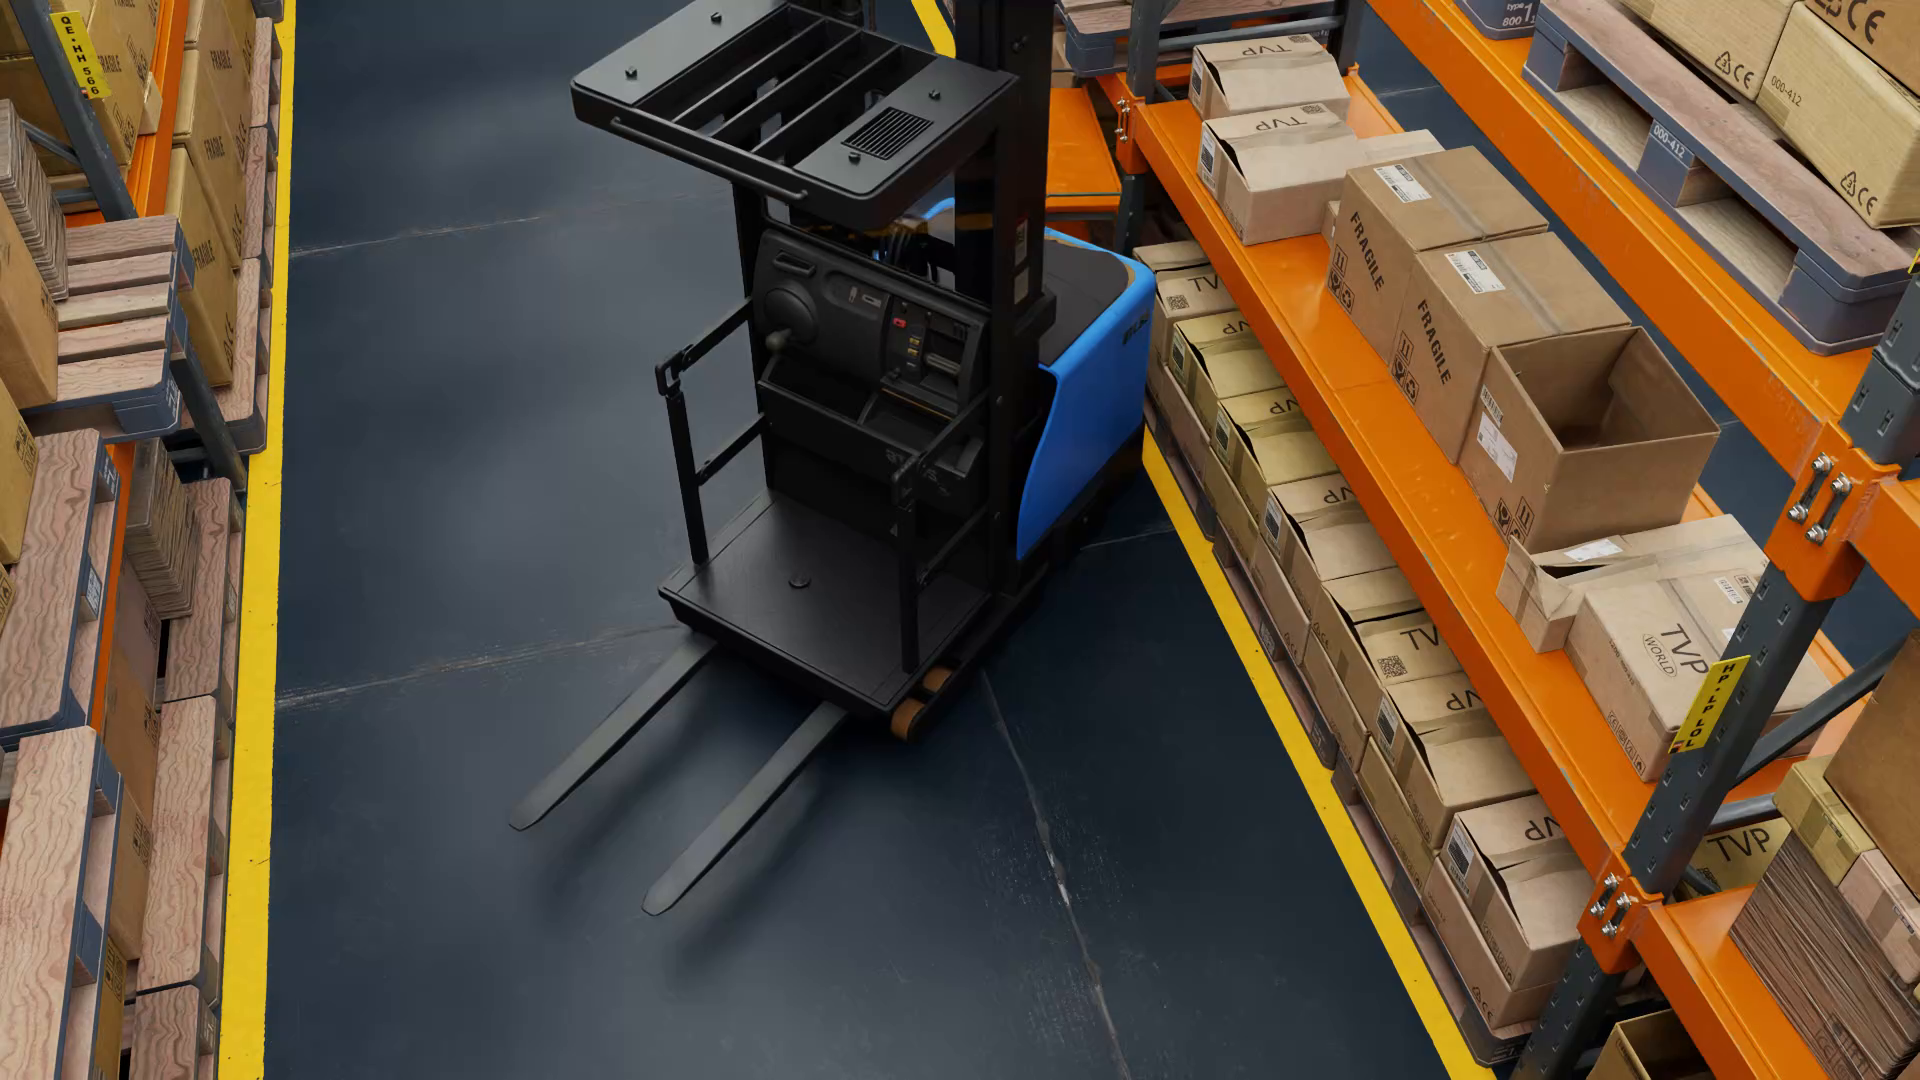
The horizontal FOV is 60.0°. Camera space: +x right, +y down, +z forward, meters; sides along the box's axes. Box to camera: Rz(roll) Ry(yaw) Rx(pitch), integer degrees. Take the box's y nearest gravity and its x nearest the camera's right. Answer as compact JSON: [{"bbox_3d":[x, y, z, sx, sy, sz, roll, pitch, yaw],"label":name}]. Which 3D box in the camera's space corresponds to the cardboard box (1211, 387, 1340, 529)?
[{"bbox_3d":[1.321,-0.365,6.497,0.500,0.311,0.500,-12,47,-11],"label":"cardboard box"}]

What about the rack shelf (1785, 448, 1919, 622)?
[{"bbox_3d":[2.735,1.231,2.097,1.077,0.370,4.000,-11,47,-10],"label":"rack shelf"}]

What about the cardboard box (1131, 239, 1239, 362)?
[{"bbox_3d":[1.050,-1.079,7.196,0.500,0.311,0.500,-9,46,-9],"label":"cardboard box"}]

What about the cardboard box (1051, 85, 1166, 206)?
[{"bbox_3d":[0.733,-1.995,8.298,0.500,0.500,0.500,-9,46,-9],"label":"cardboard box"}]

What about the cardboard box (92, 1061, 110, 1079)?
[{"bbox_3d":[-2.769,1.773,4.605,0.700,0.500,0.500,-9,46,-9],"label":"cardboard box"}]

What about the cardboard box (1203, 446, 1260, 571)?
[{"bbox_3d":[1.318,-0.178,6.706,0.500,0.250,0.500,-12,47,-11],"label":"cardboard box"}]

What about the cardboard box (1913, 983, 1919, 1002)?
[{"bbox_3d":[2.237,0.959,3.437,0.380,0.149,0.250,-12,47,-11],"label":"cardboard box"}]

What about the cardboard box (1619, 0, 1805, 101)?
[{"bbox_3d":[1.932,-1.302,3.887,0.500,0.250,0.500,-15,47,-14],"label":"cardboard box"}]

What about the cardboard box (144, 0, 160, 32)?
[{"bbox_3d":[-3.716,-2.439,6.999,0.500,0.500,0.500,-11,47,-10],"label":"cardboard box"}]

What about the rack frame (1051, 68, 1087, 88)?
[{"bbox_3d":[0.307,-1.807,7.960,0.500,1.125,0.032,-3,45,-8],"label":"rack frame"}]

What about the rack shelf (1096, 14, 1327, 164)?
[{"bbox_3d":[0.687,-3.242,8.581,1.077,0.370,4.000,-11,47,-10],"label":"rack shelf"}]

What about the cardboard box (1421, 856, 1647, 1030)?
[{"bbox_3d":[1.837,1.231,5.326,0.500,0.250,0.500,-11,47,-11],"label":"cardboard box"}]

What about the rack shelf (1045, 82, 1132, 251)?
[{"bbox_3d":[0.392,-1.657,7.399,0.538,0.278,1.000,-3,45,-8],"label":"rack shelf"}]

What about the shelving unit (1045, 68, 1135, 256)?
[{"bbox_3d":[0.374,-1.449,7.605,0.538,1.125,1.048,-3,45,-8],"label":"shelving unit"}]

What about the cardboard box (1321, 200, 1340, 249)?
[{"bbox_3d":[1.580,-1.155,6.208,0.380,0.149,0.250,-8,46,-7],"label":"cardboard box"}]

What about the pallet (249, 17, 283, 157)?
[{"bbox_3d":[-4.342,-2.471,9.275,1.003,0.211,1.213,-11,47,-10],"label":"pallet"}]

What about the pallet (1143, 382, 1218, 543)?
[{"bbox_3d":[1.372,-0.562,7.403,1.003,0.211,1.213,-11,47,-10],"label":"pallet"}]

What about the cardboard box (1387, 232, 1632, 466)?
[{"bbox_3d":[1.779,-0.629,5.447,0.500,0.500,0.500,-11,47,-10],"label":"cardboard box"}]

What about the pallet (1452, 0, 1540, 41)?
[{"bbox_3d":[1.749,-1.873,4.768,1.003,0.211,1.213,-9,46,-8],"label":"pallet"}]

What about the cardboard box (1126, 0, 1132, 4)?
[{"bbox_3d":[0.929,-2.709,7.192,0.700,0.500,0.500,-26,51,-23],"label":"cardboard box"}]

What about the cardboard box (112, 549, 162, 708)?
[{"bbox_3d":[-3.334,0.381,5.970,0.700,0.500,0.500,-11,47,-10],"label":"cardboard box"}]

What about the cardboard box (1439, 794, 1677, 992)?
[{"bbox_3d":[1.843,1.041,5.119,0.500,0.311,0.500,-11,47,-10],"label":"cardboard box"}]

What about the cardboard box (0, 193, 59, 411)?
[{"bbox_3d":[-3.289,-0.690,5.199,0.700,0.500,0.500,-15,47,-14],"label":"cardboard box"}]

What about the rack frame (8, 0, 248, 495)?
[{"bbox_3d":[-3.588,-1.205,6.081,1.000,3.000,0.127,-11,47,-10],"label":"rack frame"}]

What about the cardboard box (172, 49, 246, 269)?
[{"bbox_3d":[-3.868,-1.737,7.814,0.750,0.750,0.750,-11,47,-11],"label":"cardboard box"}]

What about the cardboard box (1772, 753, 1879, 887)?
[{"bbox_3d":[2.105,0.607,3.781,0.380,0.149,0.250,-11,47,-10],"label":"cardboard box"}]

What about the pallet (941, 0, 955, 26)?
[{"bbox_3d":[0.420,-3.344,10.130,1.003,0.211,1.213,-11,47,-10],"label":"pallet"}]

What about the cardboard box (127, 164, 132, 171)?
[{"bbox_3d":[-3.505,-1.569,6.600,0.380,0.149,0.250,-10,46,-10],"label":"cardboard box"}]

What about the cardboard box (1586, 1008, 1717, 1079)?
[{"bbox_3d":[2.039,1.579,4.459,0.500,0.500,0.500,-11,47,-10],"label":"cardboard box"}]

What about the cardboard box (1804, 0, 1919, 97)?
[{"bbox_3d":[2.104,-1.191,3.254,0.500,0.500,0.500,-10,46,-10],"label":"cardboard box"}]

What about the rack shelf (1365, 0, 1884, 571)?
[{"bbox_3d":[1.711,-1.530,4.804,1.077,0.370,4.000,-11,47,-10],"label":"rack shelf"}]

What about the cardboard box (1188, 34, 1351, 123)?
[{"bbox_3d":[1.250,-1.823,6.749,0.500,0.311,0.500,-8,46,-8],"label":"cardboard box"}]

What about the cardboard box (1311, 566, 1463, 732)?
[{"bbox_3d":[1.578,0.337,5.808,0.500,0.311,0.500,-11,47,-10],"label":"cardboard box"}]

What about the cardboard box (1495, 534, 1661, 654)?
[{"bbox_3d":[1.821,0.122,4.875,0.396,0.266,0.258,-12,47,-11],"label":"cardboard box"}]

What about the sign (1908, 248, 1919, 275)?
[{"bbox_3d":[1.701,-0.586,2.793,0.100,0.325,0.005,-11,47,-10],"label":"sign"}]

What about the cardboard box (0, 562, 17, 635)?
[{"bbox_3d":[-2.997,0.174,4.352,0.700,0.500,0.500,-5,46,-5],"label":"cardboard box"}]

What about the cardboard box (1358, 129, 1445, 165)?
[{"bbox_3d":[1.697,-1.455,6.502,0.380,0.149,0.250,-11,47,-10],"label":"cardboard box"}]

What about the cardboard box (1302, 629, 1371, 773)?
[{"bbox_3d":[1.578,0.528,6.014,0.500,0.250,0.500,-10,46,-9],"label":"cardboard box"}]

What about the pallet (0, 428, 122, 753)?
[{"bbox_3d":[-3.042,0.222,4.818,1.003,0.211,1.213,-11,47,-10],"label":"pallet"}]

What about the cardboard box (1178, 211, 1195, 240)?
[{"bbox_3d":[1.359,-1.759,8.066,0.500,0.500,0.500,-9,46,-9],"label":"cardboard box"}]

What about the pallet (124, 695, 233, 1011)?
[{"bbox_3d":[-3.081,1.152,5.724,1.003,0.211,1.213,-11,47,-10],"label":"pallet"}]

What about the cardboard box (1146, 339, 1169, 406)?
[{"bbox_3d":[1.050,-0.882,7.396,0.500,0.250,0.500,-11,47,-10],"label":"cardboard box"}]

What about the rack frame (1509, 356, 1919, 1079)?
[{"bbox_3d":[2.223,0.649,4.265,1.000,3.000,0.127,-11,47,-10],"label":"rack frame"}]

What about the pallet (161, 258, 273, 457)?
[{"bbox_3d":[-3.717,-0.787,7.624,1.003,0.211,1.213,-11,47,-10],"label":"pallet"}]

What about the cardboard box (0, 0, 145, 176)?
[{"bbox_3d":[-3.465,-1.733,6.307,0.500,0.500,0.500,-9,46,-9],"label":"cardboard box"}]

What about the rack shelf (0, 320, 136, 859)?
[{"bbox_3d":[-3.076,0.428,4.985,1.077,0.370,4.000,-11,47,-10],"label":"rack shelf"}]

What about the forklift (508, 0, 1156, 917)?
[{"bbox_3d":[-0.444,-0.661,5.596,1.130,2.935,3.031,25,51,23],"label":"forklift"}]

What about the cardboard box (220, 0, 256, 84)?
[{"bbox_3d":[-4.320,-2.936,8.989,0.750,0.750,0.750,-10,46,-10],"label":"cardboard box"}]

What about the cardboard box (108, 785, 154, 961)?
[{"bbox_3d":[-3.041,1.065,5.299,0.700,0.500,0.500,-10,46,-10],"label":"cardboard box"}]

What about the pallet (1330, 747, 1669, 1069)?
[{"bbox_3d":[1.997,1.123,5.752,1.003,0.211,1.213,-11,47,-10],"label":"pallet"}]

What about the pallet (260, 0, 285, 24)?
[{"bbox_3d":[-4.731,-3.530,10.312,1.003,0.211,1.213,-11,47,-10],"label":"pallet"}]
